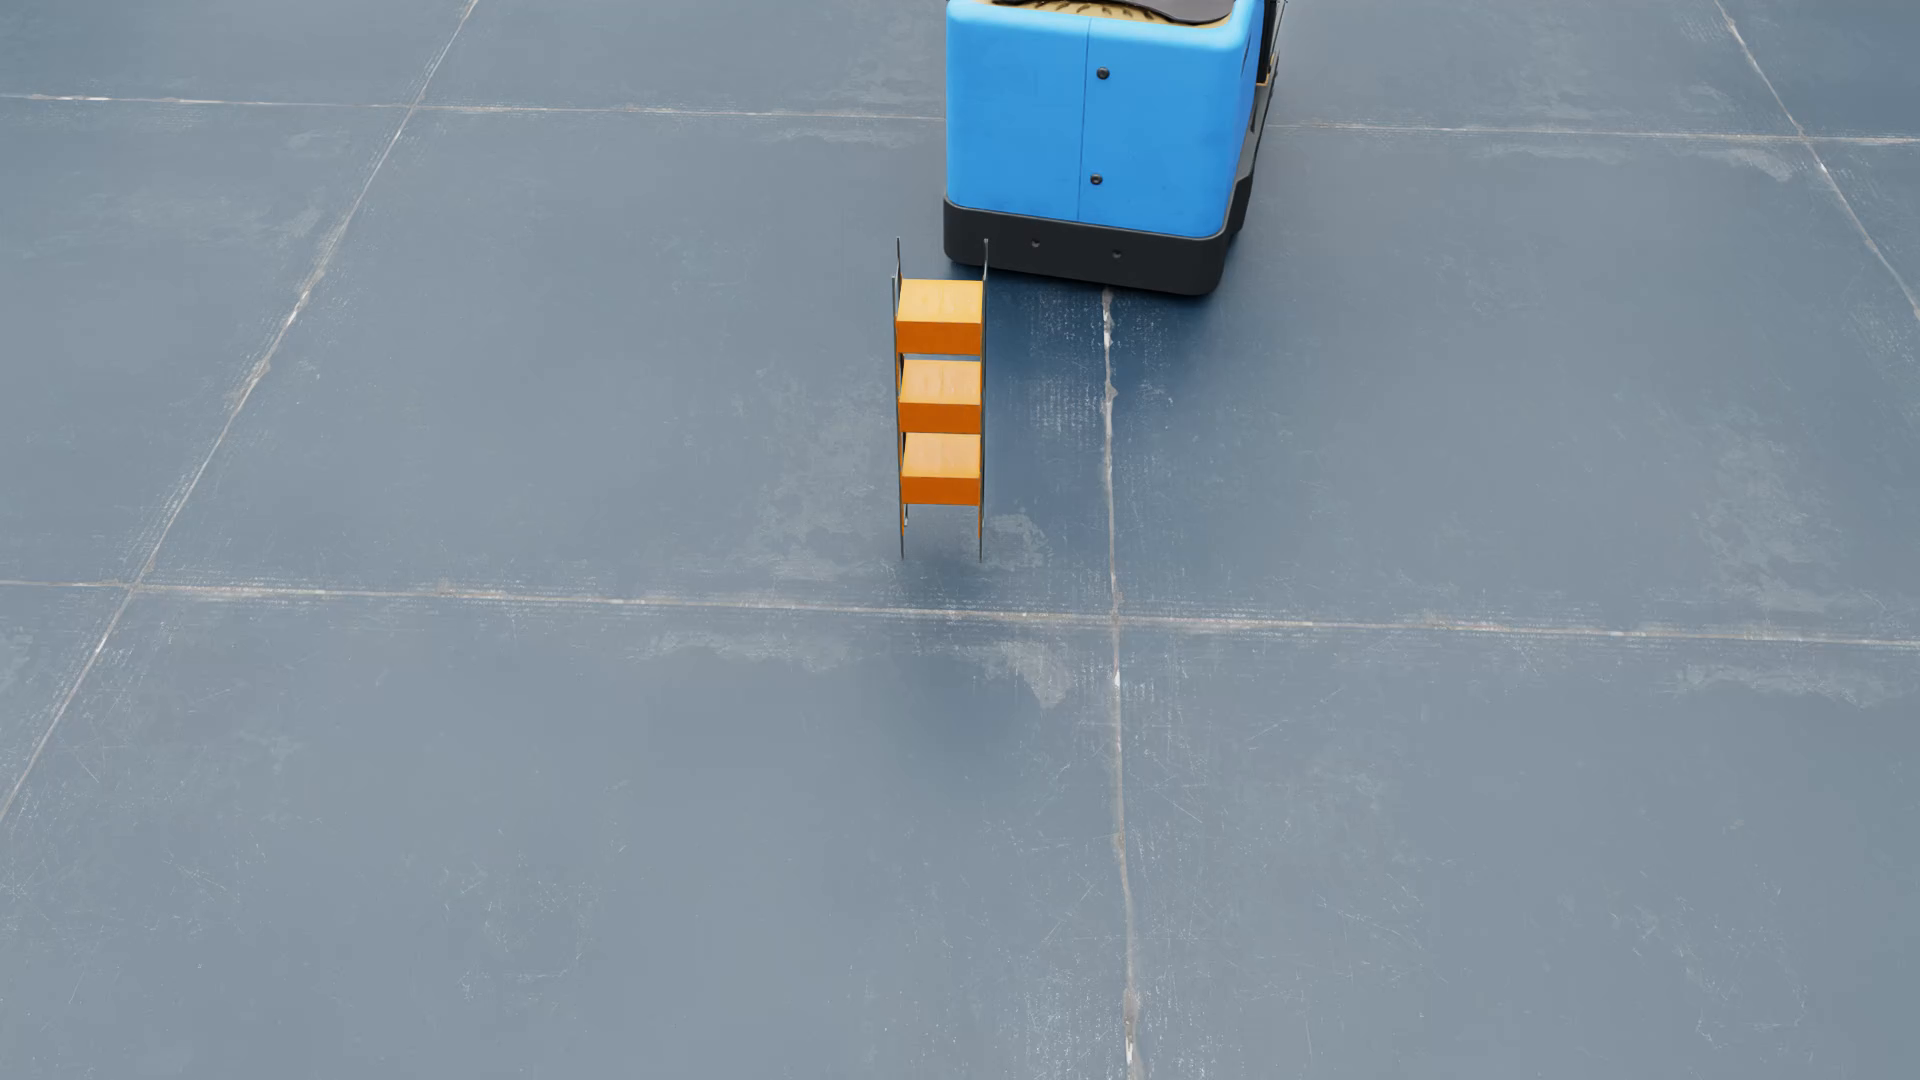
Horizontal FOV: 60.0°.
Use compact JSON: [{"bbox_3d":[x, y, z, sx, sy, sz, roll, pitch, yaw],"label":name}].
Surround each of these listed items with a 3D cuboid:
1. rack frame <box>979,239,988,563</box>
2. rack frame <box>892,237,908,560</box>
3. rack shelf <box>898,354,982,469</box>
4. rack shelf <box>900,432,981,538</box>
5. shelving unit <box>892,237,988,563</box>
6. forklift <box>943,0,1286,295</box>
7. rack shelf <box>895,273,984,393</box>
[{"bbox_3d":[0.068,-0.382,4.890,0.008,1.050,0.200,2,43,2],"label":"rack frame"},{"bbox_3d":[-0.175,-0.390,4.898,0.008,1.050,0.200,2,43,2],"label":"rack frame"},{"bbox_3d":[-0.053,-0.378,4.901,0.240,0.259,0.215,2,43,2],"label":"rack shelf"},{"bbox_3d":[-0.053,-0.175,5.091,0.240,0.259,0.215,2,43,2],"label":"rack shelf"},{"bbox_3d":[-0.053,-0.386,4.894,0.252,1.050,0.215,2,43,2],"label":"shelving unit"},{"bbox_3d":[0.792,-2.990,6.309,1.130,2.935,3.031,10,44,10],"label":"forklift"},{"bbox_3d":[-0.053,-0.586,4.708,0.240,0.259,0.215,2,43,2],"label":"rack shelf"}]
